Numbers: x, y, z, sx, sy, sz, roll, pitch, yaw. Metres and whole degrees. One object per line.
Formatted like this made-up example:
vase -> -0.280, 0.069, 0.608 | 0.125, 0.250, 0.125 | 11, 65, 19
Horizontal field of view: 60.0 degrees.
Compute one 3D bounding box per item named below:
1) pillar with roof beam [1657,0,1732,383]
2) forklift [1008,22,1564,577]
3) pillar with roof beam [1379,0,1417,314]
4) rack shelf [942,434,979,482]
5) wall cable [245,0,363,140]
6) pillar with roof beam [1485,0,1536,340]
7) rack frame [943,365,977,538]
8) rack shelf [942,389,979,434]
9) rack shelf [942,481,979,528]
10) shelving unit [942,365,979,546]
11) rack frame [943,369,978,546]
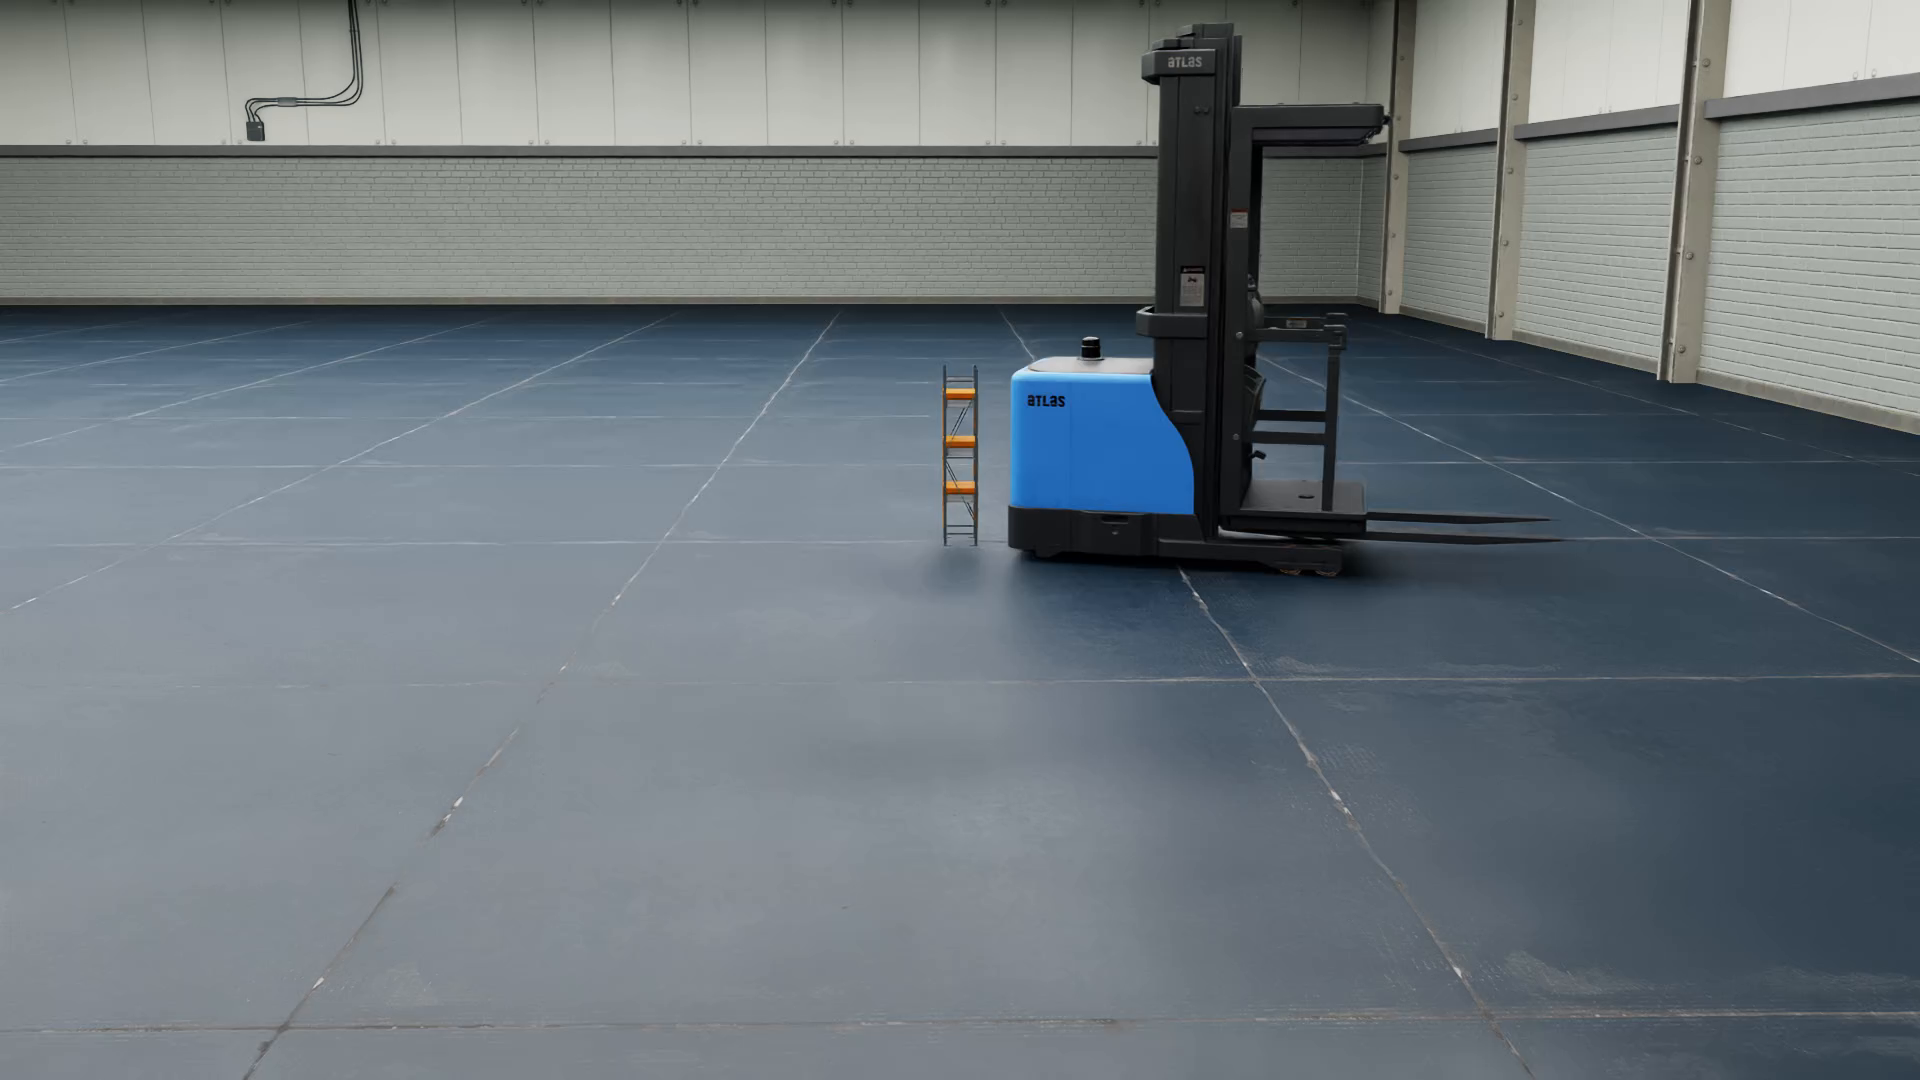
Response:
pillar with roof beam -> 3.897, -6.208, 18.028 | 9.100, 9.000, 0.400 | 0, 11, -1
forklift -> 1.848, -1.351, 9.346 | 3.031, 2.935, 1.130 | 3, 12, 13
pillar with roof beam -> 3.649, -8.594, 29.786 | 9.100, 9.000, 0.400 | 0, 11, -1
rack shelf -> 0.001, -0.494, 9.904 | 0.215, 0.259, 0.240 | 0, 11, -1
wall cable -> -12.788, -10.776, 31.987 | 2.305, 6.003, 0.169 | 0, 11, -1
pillar with roof beam -> 3.773, -7.401, 23.907 | 9.100, 9.000, 0.400 | 0, 11, -1
rack frame -> -0.001, -0.528, 10.022 | 0.200, 1.050, 0.008 | 0, 11, -1
rack shelf -> 0.001, -0.772, 9.848 | 0.215, 0.259, 0.240 | 0, 11, -1
rack shelf -> 0.001, -0.221, 9.960 | 0.215, 0.259, 0.240 | 0, 11, -1
shelving unit -> 0.001, -0.504, 9.902 | 0.215, 1.050, 0.252 | 0, 11, -1
rack frame -> 0.004, -0.480, 9.783 | 0.200, 1.050, 0.008 | 0, 11, -1
